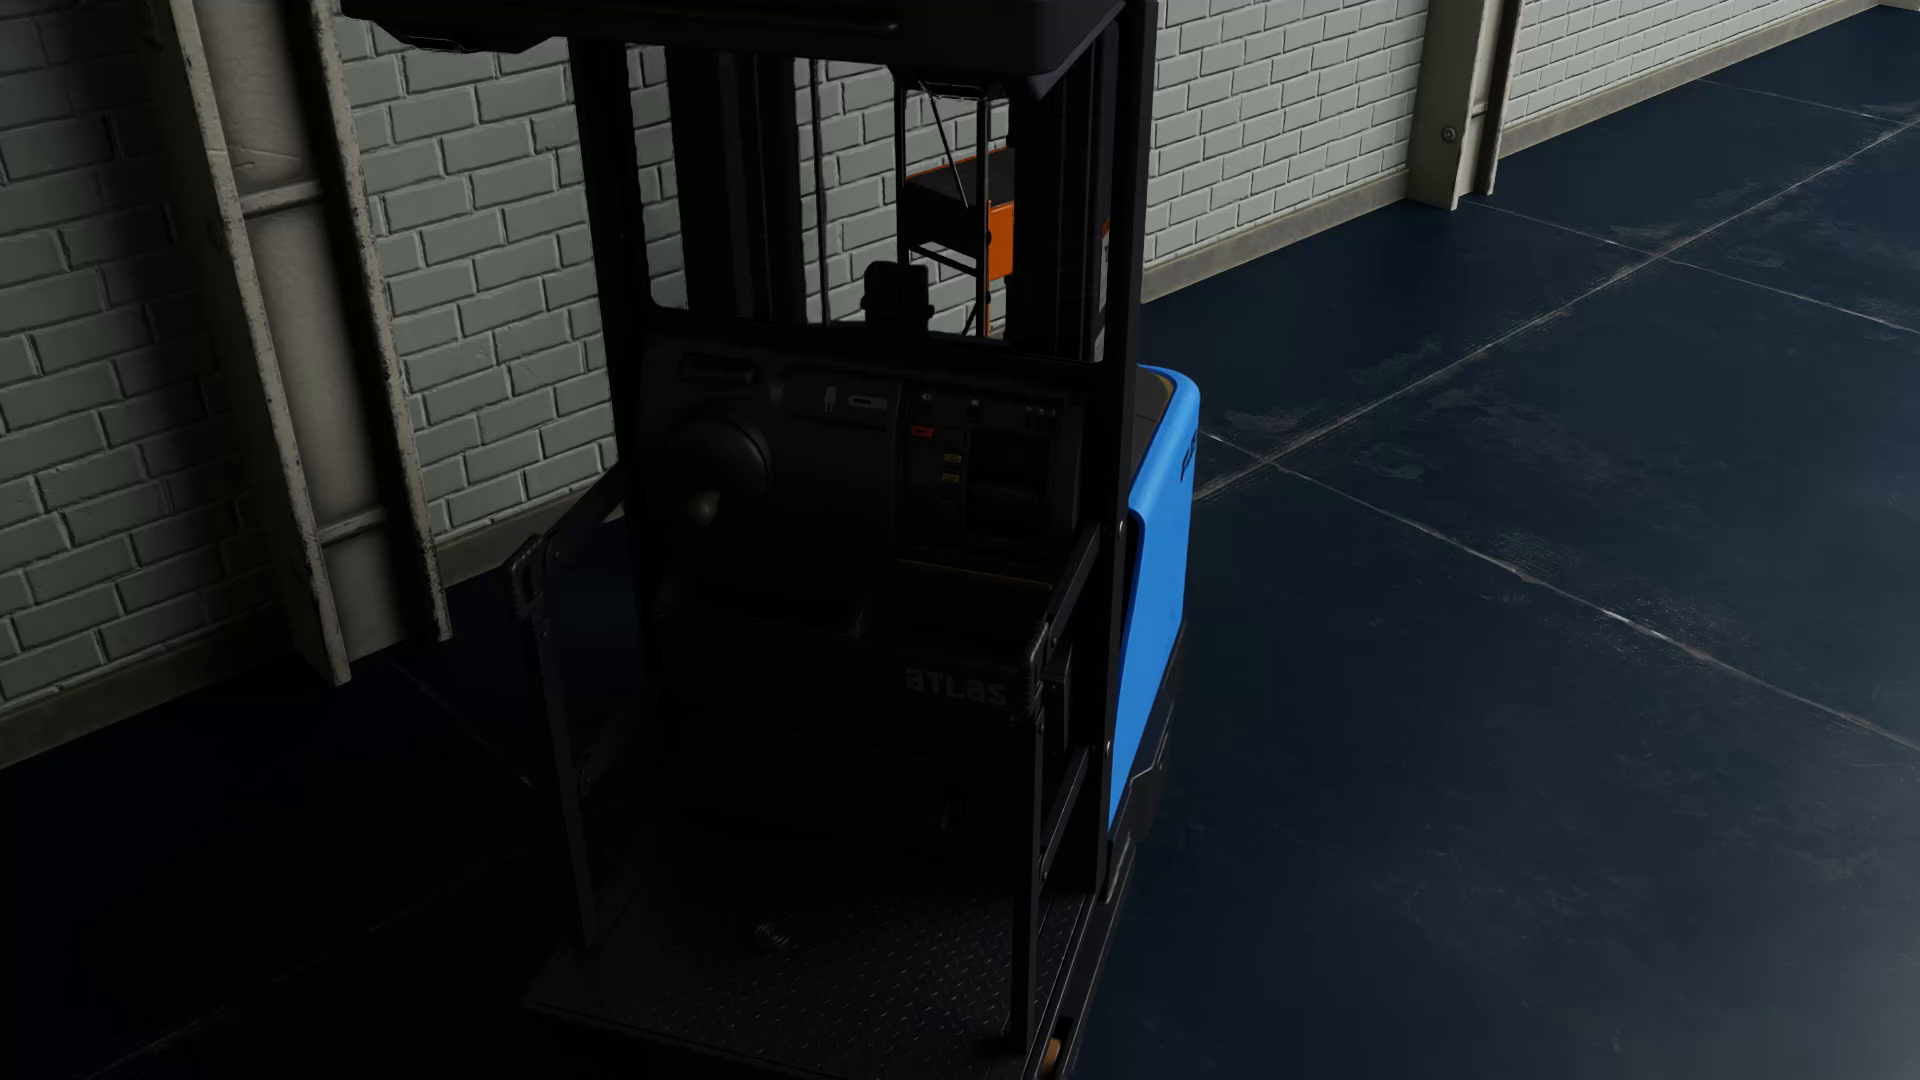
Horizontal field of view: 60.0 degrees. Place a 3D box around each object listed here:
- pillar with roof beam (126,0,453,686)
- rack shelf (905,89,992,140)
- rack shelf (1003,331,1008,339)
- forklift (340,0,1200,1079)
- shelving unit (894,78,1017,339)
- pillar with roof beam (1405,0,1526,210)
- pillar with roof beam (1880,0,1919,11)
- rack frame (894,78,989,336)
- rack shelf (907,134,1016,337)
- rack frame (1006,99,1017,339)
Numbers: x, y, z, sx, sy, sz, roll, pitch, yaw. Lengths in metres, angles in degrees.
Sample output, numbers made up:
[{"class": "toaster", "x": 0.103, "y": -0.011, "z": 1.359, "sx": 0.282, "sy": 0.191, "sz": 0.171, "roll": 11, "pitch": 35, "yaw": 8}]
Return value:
[{"class": "pillar with roof beam", "x": 1.078, "y": -1.877, "z": 0.193, "sx": 0.400, "sy": 9.000, "sz": 9.100, "roll": -26, "pitch": 40, "yaw": -35}, {"class": "rack shelf", "x": 0.121, "y": -1.540, "z": 4.940, "sx": 0.480, "sy": 0.518, "sz": 0.431, "roll": -26, "pitch": 40, "yaw": -35}, {"class": "rack shelf", "x": 0.121, "y": -0.346, "z": 5.671, "sx": 0.480, "sy": 0.518, "sz": 0.431, "roll": -26, "pitch": 40, "yaw": -35}, {"class": "forklift", "x": -0.269, "y": -0.127, "z": 3.148, "sx": 1.130, "sy": 2.935, "sz": 3.031, "roll": 9, "pitch": 33, "yaw": 15}, {"class": "shelving unit", "x": 0.121, "y": -0.955, "z": 5.298, "sx": 0.503, "sy": 2.100, "sz": 0.431, "roll": -26, "pitch": 40, "yaw": -35}, {"class": "pillar with roof beam", "x": 5.478, "y": -4.005, "z": 3.674, "sx": 0.400, "sy": 9.000, "sz": 9.100, "roll": -26, "pitch": 40, "yaw": -35}, {"class": "pillar with roof beam", "x": 9.877, "y": -6.133, "z": 7.154, "sx": 0.400, "sy": 9.000, "sz": 9.100, "roll": -26, "pitch": 40, "yaw": -35}, {"class": "rack frame", "x": -0.058, "y": -0.868, "z": 5.157, "sx": 0.015, "sy": 2.100, "sz": 0.400, "roll": -26, "pitch": 40, "yaw": -35}, {"class": "rack shelf", "x": 0.121, "y": -0.943, "z": 5.305, "sx": 0.480, "sy": 0.518, "sz": 0.431, "roll": -26, "pitch": 40, "yaw": -35}, {"class": "rack frame", "x": 0.300, "y": -1.041, "z": 5.440, "sx": 0.015, "sy": 2.100, "sz": 0.400, "roll": -26, "pitch": 40, "yaw": -35}]
